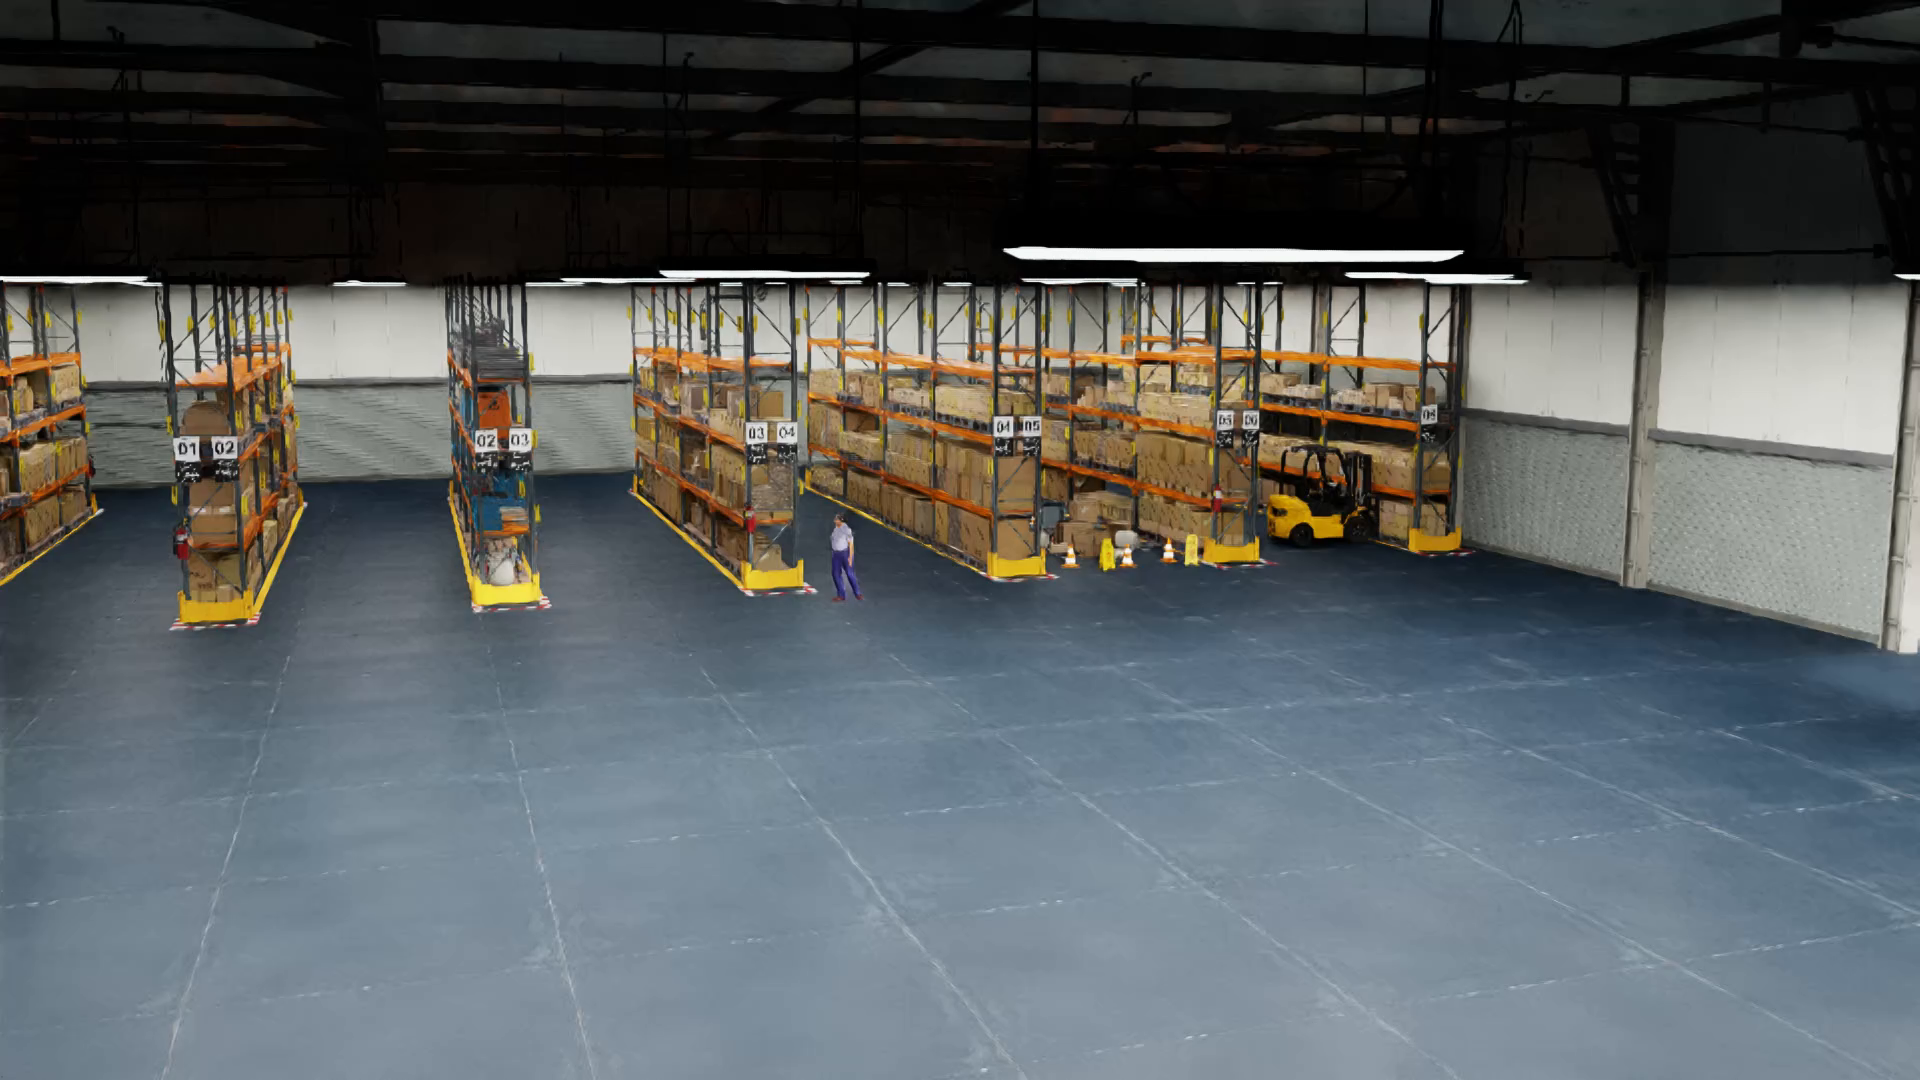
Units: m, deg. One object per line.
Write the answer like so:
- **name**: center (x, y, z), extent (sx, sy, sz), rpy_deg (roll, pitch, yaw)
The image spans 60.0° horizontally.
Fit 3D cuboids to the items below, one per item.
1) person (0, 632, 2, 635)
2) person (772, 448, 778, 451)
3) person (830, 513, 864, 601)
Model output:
- **person**: center (-16.180, 0.773, 27.074), extent (0.567, 1.753, 0.744), rpy_deg (3, 9, 19)
- **person**: center (-5.509, -2.449, 48.477), extent (0.683, 1.593, 0.518), rpy_deg (-3, 9, -20)
- **person**: center (-2.102, 0.309, 30.749), extent (0.594, 1.618, 0.530), rpy_deg (8, 12, 44)
